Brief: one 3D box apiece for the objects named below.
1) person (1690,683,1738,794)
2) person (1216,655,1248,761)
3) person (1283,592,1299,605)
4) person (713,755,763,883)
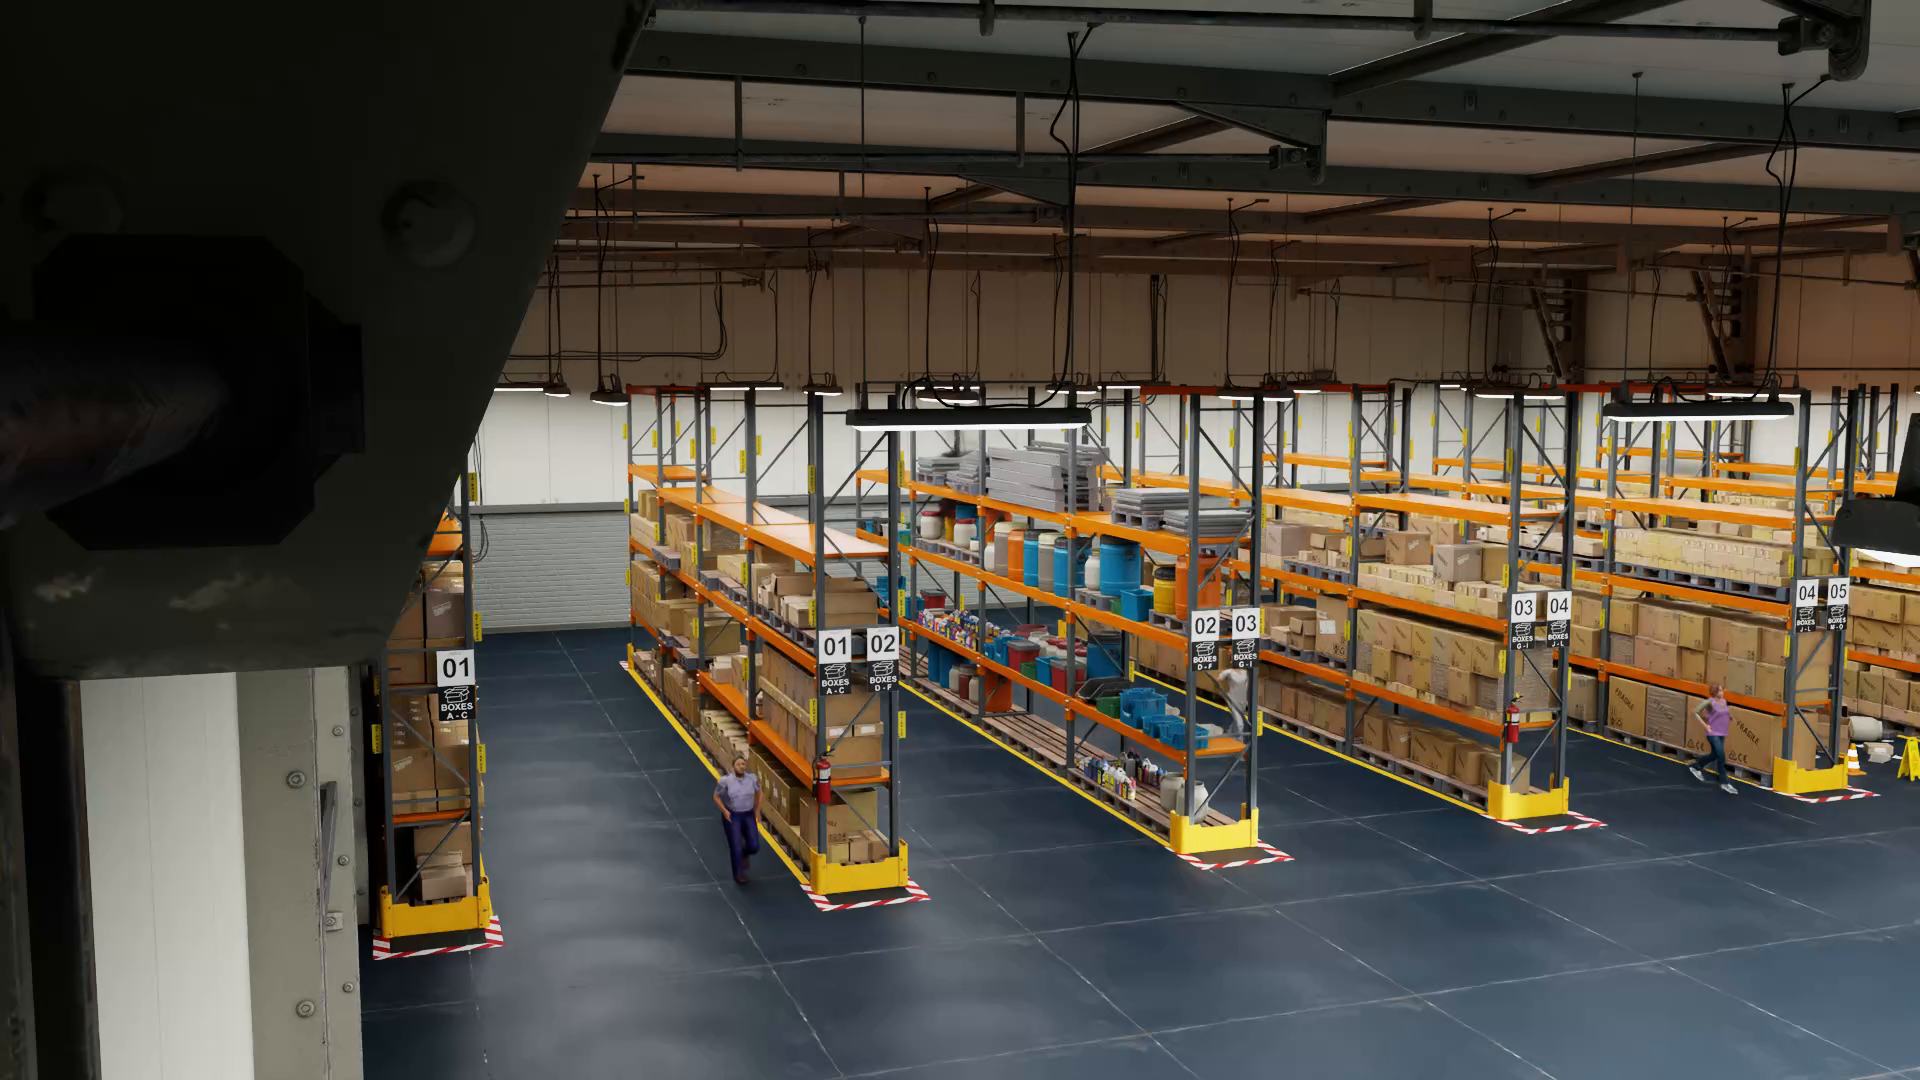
[{"bbox_3d":[11.339,2.934,24.962,0.543,1.594,0.849,-4,7,-31],"label":"person"},{"bbox_3d":[4.509,2.700,27.141,0.551,1.698,0.742,-3,7,-28],"label":"person"},{"bbox_3d":[8.298,1.321,41.446,0.445,1.490,0.763,4,7,34],"label":"person"},{"bbox_3d":[-2.723,3.427,20.495,0.633,1.582,0.570,-2,6,-21],"label":"person"}]
